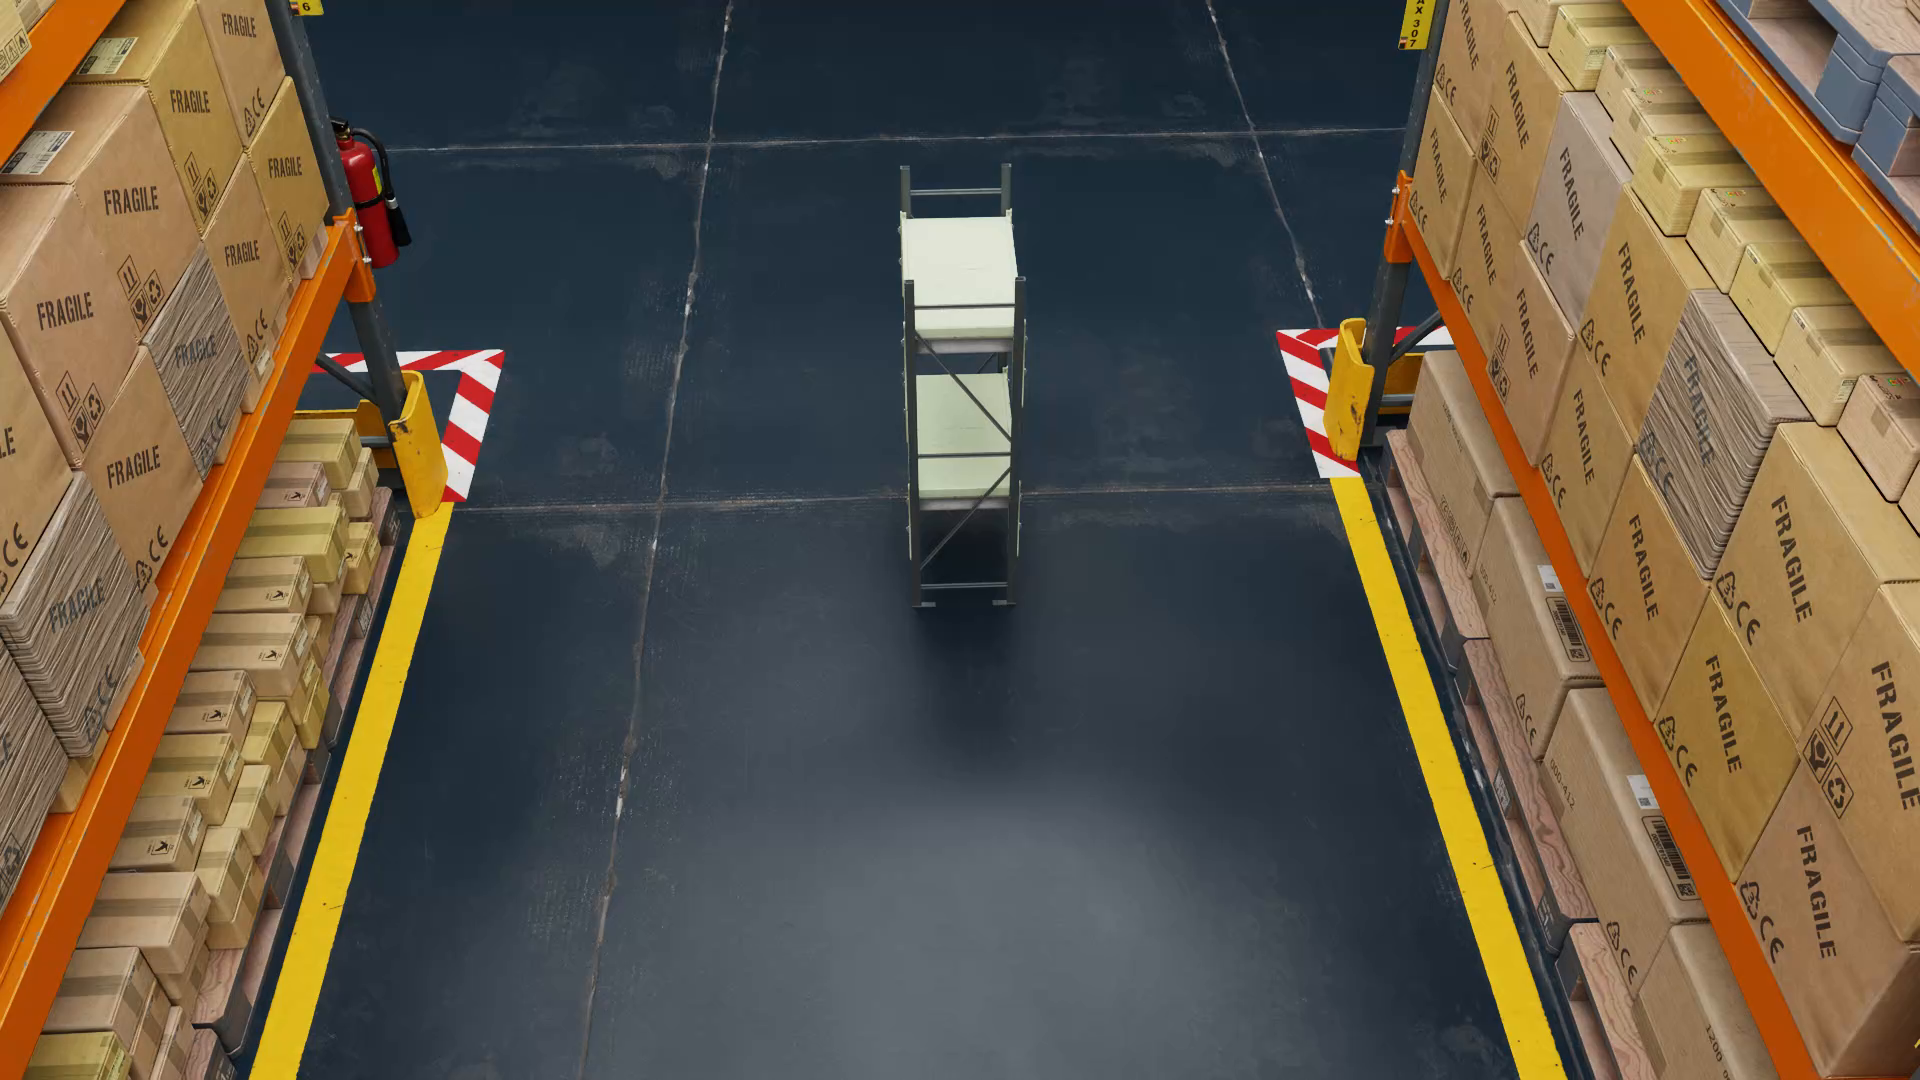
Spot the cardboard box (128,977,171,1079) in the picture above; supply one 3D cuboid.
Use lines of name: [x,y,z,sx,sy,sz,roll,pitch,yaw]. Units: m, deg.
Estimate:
cardboard box: [-2.435,1.372,4.613,0.380,0.149,0.250,-4,43,-4]

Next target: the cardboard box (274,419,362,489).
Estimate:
cardboard box: [-2.478,-0.320,6.238,0.380,0.149,0.250,-1,43,-1]

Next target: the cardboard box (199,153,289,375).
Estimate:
cardboard box: [-2.461,-0.850,5.163,0.500,0.500,0.500,-2,43,-2]

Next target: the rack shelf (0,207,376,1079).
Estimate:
rack shelf: [-2.669,0.268,4.770,1.077,0.370,4.000,-2,43,-2]

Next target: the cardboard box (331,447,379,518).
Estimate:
cardboard box: [-2.446,-0.213,6.341,0.380,0.149,0.250,-3,43,-3]

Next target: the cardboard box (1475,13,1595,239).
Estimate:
cardboard box: [1.952,-1.282,5.115,0.500,0.500,0.500,-3,43,-3]

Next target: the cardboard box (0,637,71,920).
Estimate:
cardboard box: [-2.381,0.531,3.656,0.500,0.500,0.500,-2,43,-2]

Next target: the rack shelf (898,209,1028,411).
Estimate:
rack shelf: [0.000,-0.836,5.975,0.431,0.370,0.720,-2,43,-2]

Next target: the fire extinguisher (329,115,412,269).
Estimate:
fire extinguisher: [-2.303,-1.365,6.352,0.296,0.674,0.183,-2,43,-2]

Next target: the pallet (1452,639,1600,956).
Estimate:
pallet: [2.349,0.830,5.689,1.003,0.211,1.213,-2,43,-2]

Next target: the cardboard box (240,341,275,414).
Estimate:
cardboard box: [-2.425,-0.533,5.298,0.380,0.149,0.250,-1,43,-1]

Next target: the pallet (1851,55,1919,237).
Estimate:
pallet: [2.333,-0.483,2.903,1.003,0.211,1.213,-2,43,-2]

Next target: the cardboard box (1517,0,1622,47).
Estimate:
cardboard box: [1.905,-1.601,4.983,0.380,0.149,0.250,0,43,0]

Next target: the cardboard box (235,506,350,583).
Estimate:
cardboard box: [-2.387,0.022,5.865,0.380,0.149,0.250,-3,43,-3]

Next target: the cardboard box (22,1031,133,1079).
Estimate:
cardboard box: [-2.404,1.434,4.324,0.380,0.149,0.250,-2,43,-2]

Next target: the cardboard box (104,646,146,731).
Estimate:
cardboard box: [-2.373,0.357,4.326,0.380,0.149,0.250,0,43,0]

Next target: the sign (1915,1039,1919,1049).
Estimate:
sign: [1.803,0.812,2.945,0.100,0.325,0.005,-2,43,-2]

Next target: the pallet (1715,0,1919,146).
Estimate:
pallet: [2.284,-1.304,3.799,1.003,0.211,1.213,-2,43,-2]

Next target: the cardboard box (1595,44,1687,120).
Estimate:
cardboard box: [1.998,-1.248,4.597,0.380,0.149,0.250,-1,43,-1]

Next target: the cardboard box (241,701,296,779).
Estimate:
cardboard box: [-2.395,0.661,5.388,0.380,0.149,0.250,0,43,0]

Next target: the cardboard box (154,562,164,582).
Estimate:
cardboard box: [-2.463,0.008,4.707,0.380,0.149,0.250,-1,43,-1]

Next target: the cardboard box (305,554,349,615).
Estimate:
cardboard box: [-2.422,0.138,5.958,0.380,0.149,0.250,-3,43,-4]

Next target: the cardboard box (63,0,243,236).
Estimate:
cardboard box: [-2.464,-1.218,4.825,0.500,0.500,0.500,-3,43,-3]

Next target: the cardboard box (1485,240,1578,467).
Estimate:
cardboard box: [1.974,-0.577,5.086,0.500,0.500,0.500,-2,43,-2]

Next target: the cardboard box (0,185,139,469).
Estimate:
cardboard box: [-2.408,-0.511,4.053,0.500,0.500,0.500,-3,43,-3]

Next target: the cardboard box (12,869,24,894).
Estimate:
cardboard box: [-2.424,0.711,3.941,0.380,0.149,0.250,-3,43,-4]

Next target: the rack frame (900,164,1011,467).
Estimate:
rack frame: [-0.015,-0.795,6.508,0.400,1.500,0.023,-2,43,-2]

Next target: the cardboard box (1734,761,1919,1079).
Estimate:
cardboard box: [2.082,0.800,3.583,0.500,0.500,0.500,-1,43,-1]

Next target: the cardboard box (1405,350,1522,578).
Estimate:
cardboard box: [2.316,-0.325,6.470,0.875,0.438,0.875,-3,43,-3]

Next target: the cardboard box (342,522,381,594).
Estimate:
cardboard box: [-2.411,0.069,6.254,0.380,0.149,0.250,0,43,0]

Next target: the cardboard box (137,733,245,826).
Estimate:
cardboard box: [-2.432,0.736,5.086,0.380,0.149,0.250,-1,43,-2]

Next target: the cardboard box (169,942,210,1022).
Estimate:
cardboard box: [-2.459,1.298,4.913,0.380,0.149,0.250,-3,43,-4]

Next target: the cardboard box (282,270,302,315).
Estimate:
cardboard box: [-2.484,-0.874,5.669,0.380,0.149,0.250,-2,43,-2]

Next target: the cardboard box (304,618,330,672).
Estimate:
cardboard box: [-2.462,0.416,5.875,0.380,0.149,0.250,-1,43,-1]

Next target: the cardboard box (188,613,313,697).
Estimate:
cardboard box: [-2.372,0.379,5.476,0.380,0.149,0.250,0,43,0]

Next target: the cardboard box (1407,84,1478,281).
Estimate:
cardboard box: [1.921,-1.262,5.833,0.500,0.500,0.500,-2,43,-2]

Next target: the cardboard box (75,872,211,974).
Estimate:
cardboard box: [-2.367,1.085,4.705,0.380,0.149,0.250,-1,43,-1]

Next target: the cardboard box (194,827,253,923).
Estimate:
cardboard box: [-2.370,1.013,5.004,0.380,0.149,0.250,-2,43,-2]

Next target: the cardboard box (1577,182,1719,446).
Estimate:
cardboard box: [2.004,-0.598,4.369,0.500,0.500,0.500,-1,43,-2]

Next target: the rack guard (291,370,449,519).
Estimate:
rack guard: [-2.750,-0.374,6.789,1.175,0.500,0.348,-2,43,-2]

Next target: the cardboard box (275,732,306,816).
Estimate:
cardboard box: [-2.397,0.772,5.487,0.380,0.149,0.250,-1,43,-1]

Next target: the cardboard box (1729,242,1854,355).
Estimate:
cardboard box: [2.035,-0.565,3.853,0.380,0.149,0.250,-2,43,-3]

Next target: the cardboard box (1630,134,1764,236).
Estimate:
cardboard box: [1.950,-0.906,4.225,0.380,0.149,0.250,-3,43,-3]

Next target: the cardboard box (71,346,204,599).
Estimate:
cardboard box: [-2.419,-0.171,4.422,0.500,0.500,0.500,0,43,0]

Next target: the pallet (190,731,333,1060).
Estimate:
pallet: [-2.703,1.103,5.390,1.003,0.211,1.213,-2,43,-2]

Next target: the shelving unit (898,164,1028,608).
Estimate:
shelving unit: [0.000,-0.548,6.238,0.431,1.500,0.755,-2,43,-2]

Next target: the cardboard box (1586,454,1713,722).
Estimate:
cardboard box: [2.019,0.114,4.332,0.500,0.500,0.500,-2,43,-2]

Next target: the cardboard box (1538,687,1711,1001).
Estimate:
cardboard box: [2.399,0.901,5.132,0.875,0.438,0.875,-3,43,-3]

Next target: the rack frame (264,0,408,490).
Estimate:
rack frame: [-2.754,-1.347,6.000,1.000,3.000,0.127,-2,43,-2]

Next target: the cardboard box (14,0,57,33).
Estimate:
cardboard box: [-2.433,-1.419,3.969,0.500,0.250,0.500,0,43,0]

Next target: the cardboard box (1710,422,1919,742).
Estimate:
cardboard box: [2.048,0.084,3.624,0.500,0.500,0.500,-2,43,-2]

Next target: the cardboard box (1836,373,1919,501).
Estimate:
cardboard box: [2.094,-0.221,3.477,0.380,0.149,0.250,-2,43,-2]
